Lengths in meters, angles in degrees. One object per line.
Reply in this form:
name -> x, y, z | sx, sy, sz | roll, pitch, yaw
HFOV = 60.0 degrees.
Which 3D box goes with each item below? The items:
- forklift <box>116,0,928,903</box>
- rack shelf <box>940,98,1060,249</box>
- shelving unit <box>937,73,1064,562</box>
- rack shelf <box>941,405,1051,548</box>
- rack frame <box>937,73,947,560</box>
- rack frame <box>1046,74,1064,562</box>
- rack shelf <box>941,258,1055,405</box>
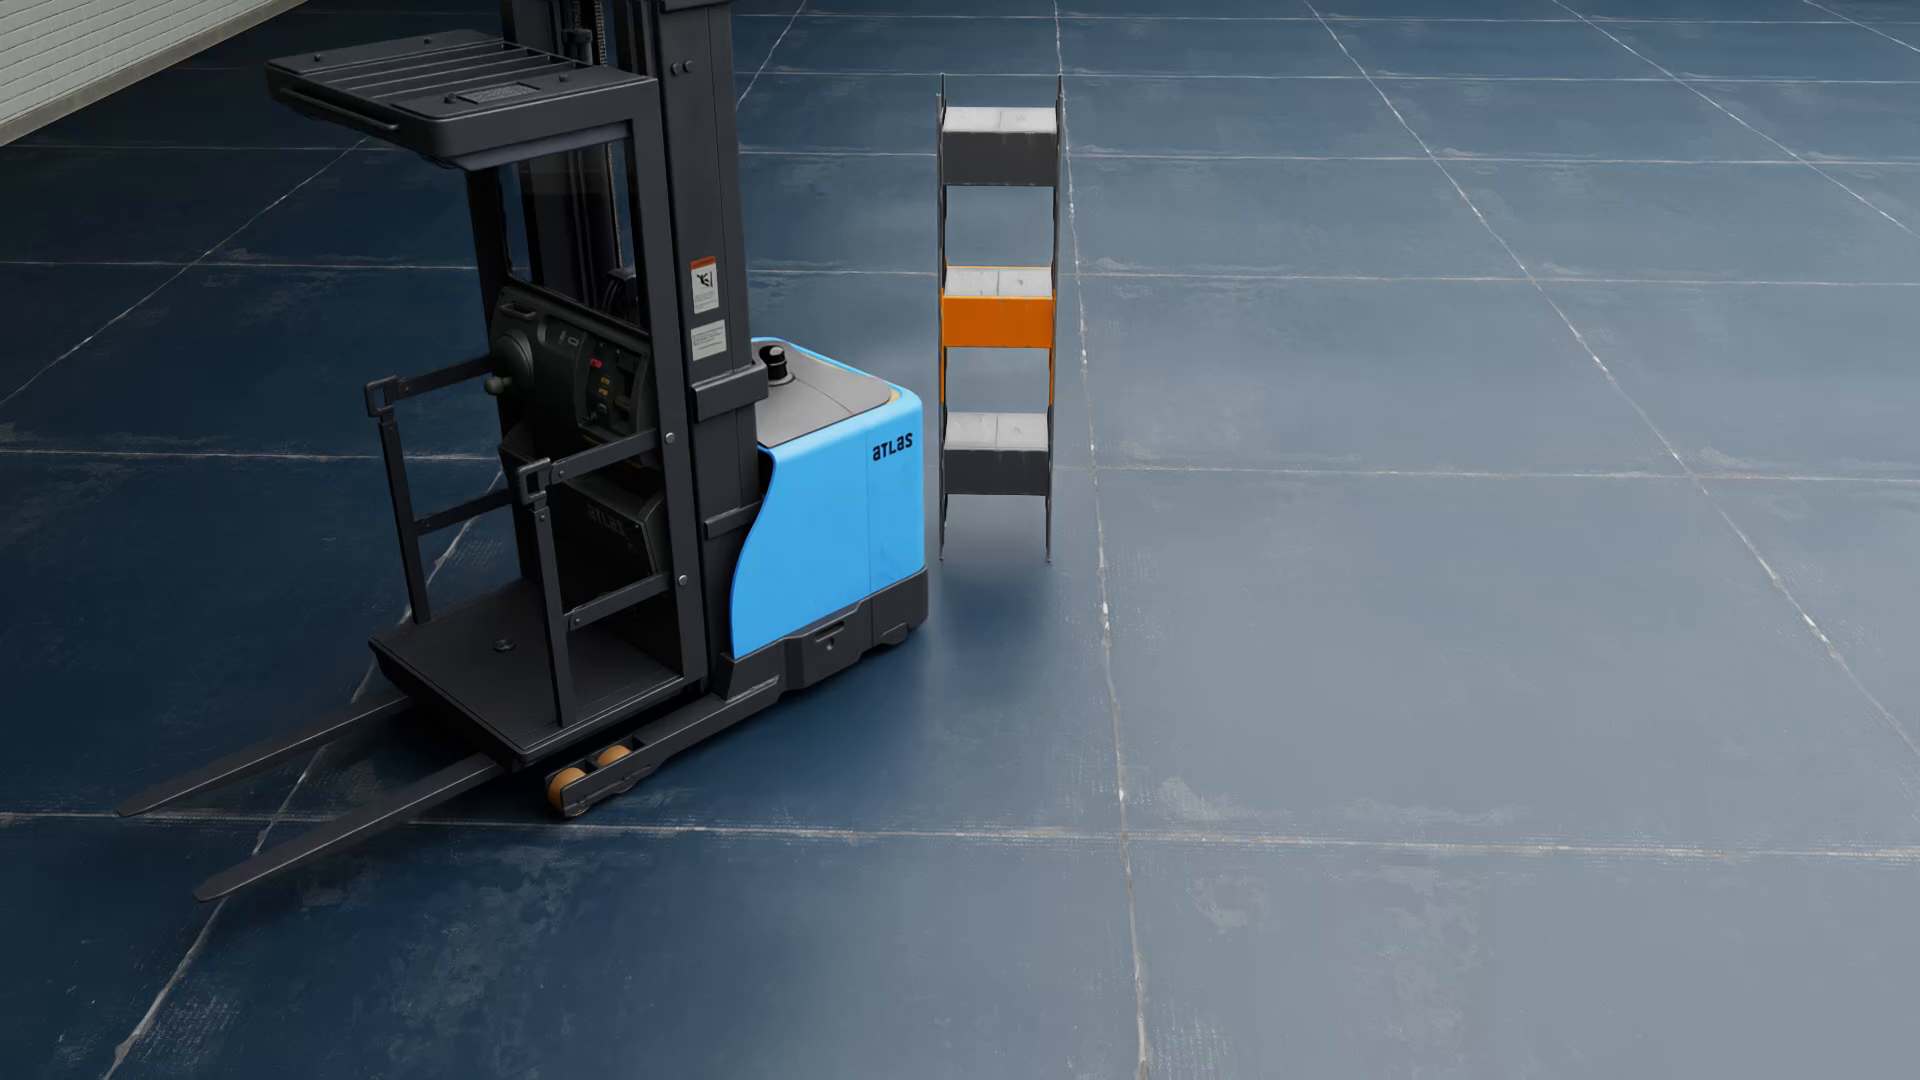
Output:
forklift -> -1.528, -0.589, 5.731 | 1.130, 2.935, 3.031 | 25, 37, 38
rack shelf -> 0.165, -1.531, 6.932 | 0.480, 0.518, 0.431 | 1, 28, 2
shelving unit -> 0.165, -0.925, 7.253 | 0.503, 2.100, 0.431 | 1, 28, 2
rack shelf -> 0.165, -0.294, 7.587 | 0.480, 0.518, 0.431 | 1, 28, 2
rack frame -> -0.078, -0.929, 7.261 | 0.015, 2.100, 0.400 | 1, 28, 2
rack frame -> 0.409, -0.921, 7.245 | 0.015, 2.100, 0.400 | 1, 28, 2
rack shelf -> 0.165, -0.913, 7.259 | 0.480, 0.518, 0.431 | 1, 28, 2
